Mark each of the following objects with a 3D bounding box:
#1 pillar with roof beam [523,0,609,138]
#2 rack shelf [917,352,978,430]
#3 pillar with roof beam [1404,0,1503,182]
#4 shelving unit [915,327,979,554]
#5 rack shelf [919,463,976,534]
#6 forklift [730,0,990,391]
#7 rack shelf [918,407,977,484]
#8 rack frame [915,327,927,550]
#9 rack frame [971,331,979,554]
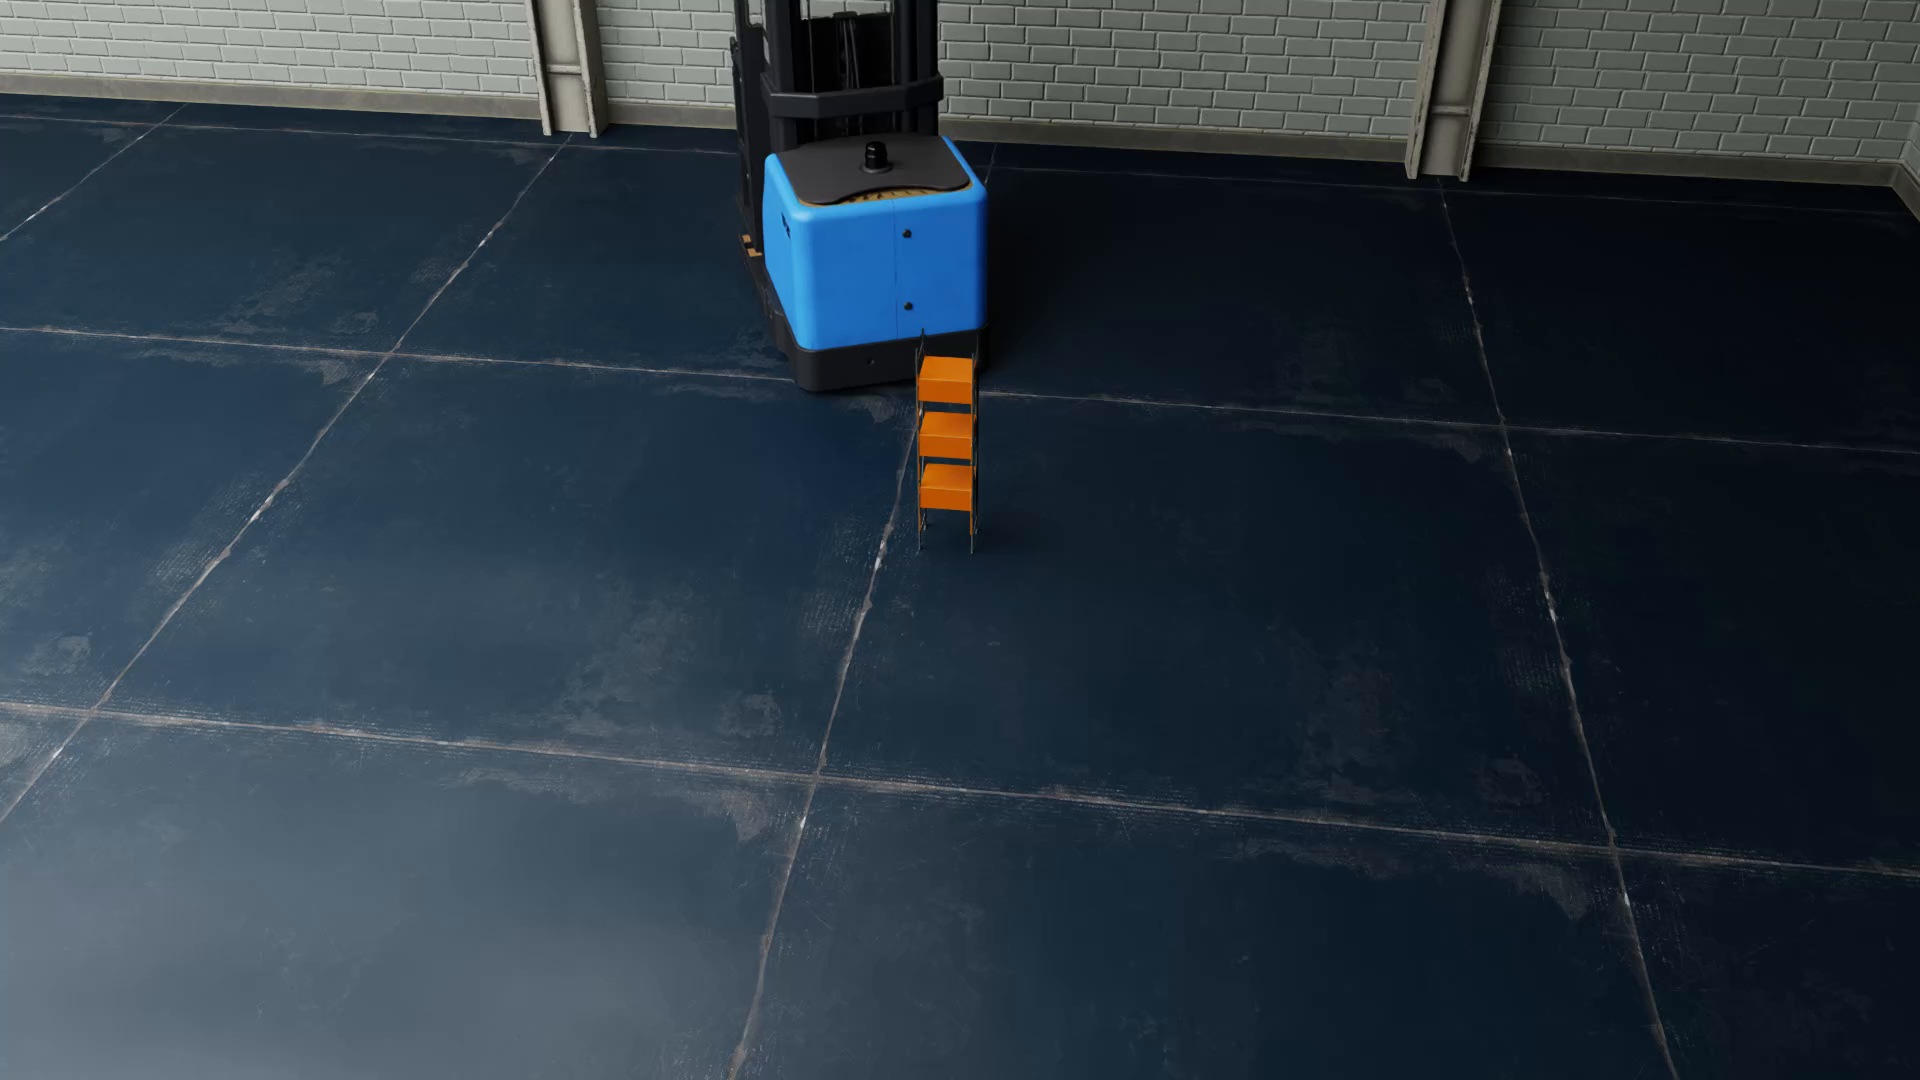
[{"bbox_3d":[-3.280,-4.123,5.781,0.400,9.000,9.100,4,36,6],"label":"pillar with roof beam"},{"bbox_3d":[-0.053,-0.654,7.292,0.240,0.259,0.215,4,36,6],"label":"rack shelf"},{"bbox_3d":[2.672,-3.679,5.159,0.400,9.000,9.100,4,36,6],"label":"pillar with roof beam"},{"bbox_3d":[-0.053,-0.431,7.451,0.252,1.050,0.215,4,36,6],"label":"shelving unit"},{"bbox_3d":[-0.053,-0.196,7.618,0.240,0.259,0.215,4,36,6],"label":"rack shelf"},{"bbox_3d":[-0.726,-2.827,9.189,1.130,2.935,3.031,-9,37,-13],"label":"forklift"},{"bbox_3d":[-0.053,-0.423,7.457,0.240,0.259,0.215,4,36,6],"label":"rack shelf"},{"bbox_3d":[-0.174,-0.440,7.463,0.008,1.050,0.200,4,36,6],"label":"rack frame"},{"bbox_3d":[0.068,-0.422,7.438,0.008,1.050,0.200,4,36,6],"label":"rack frame"}]
